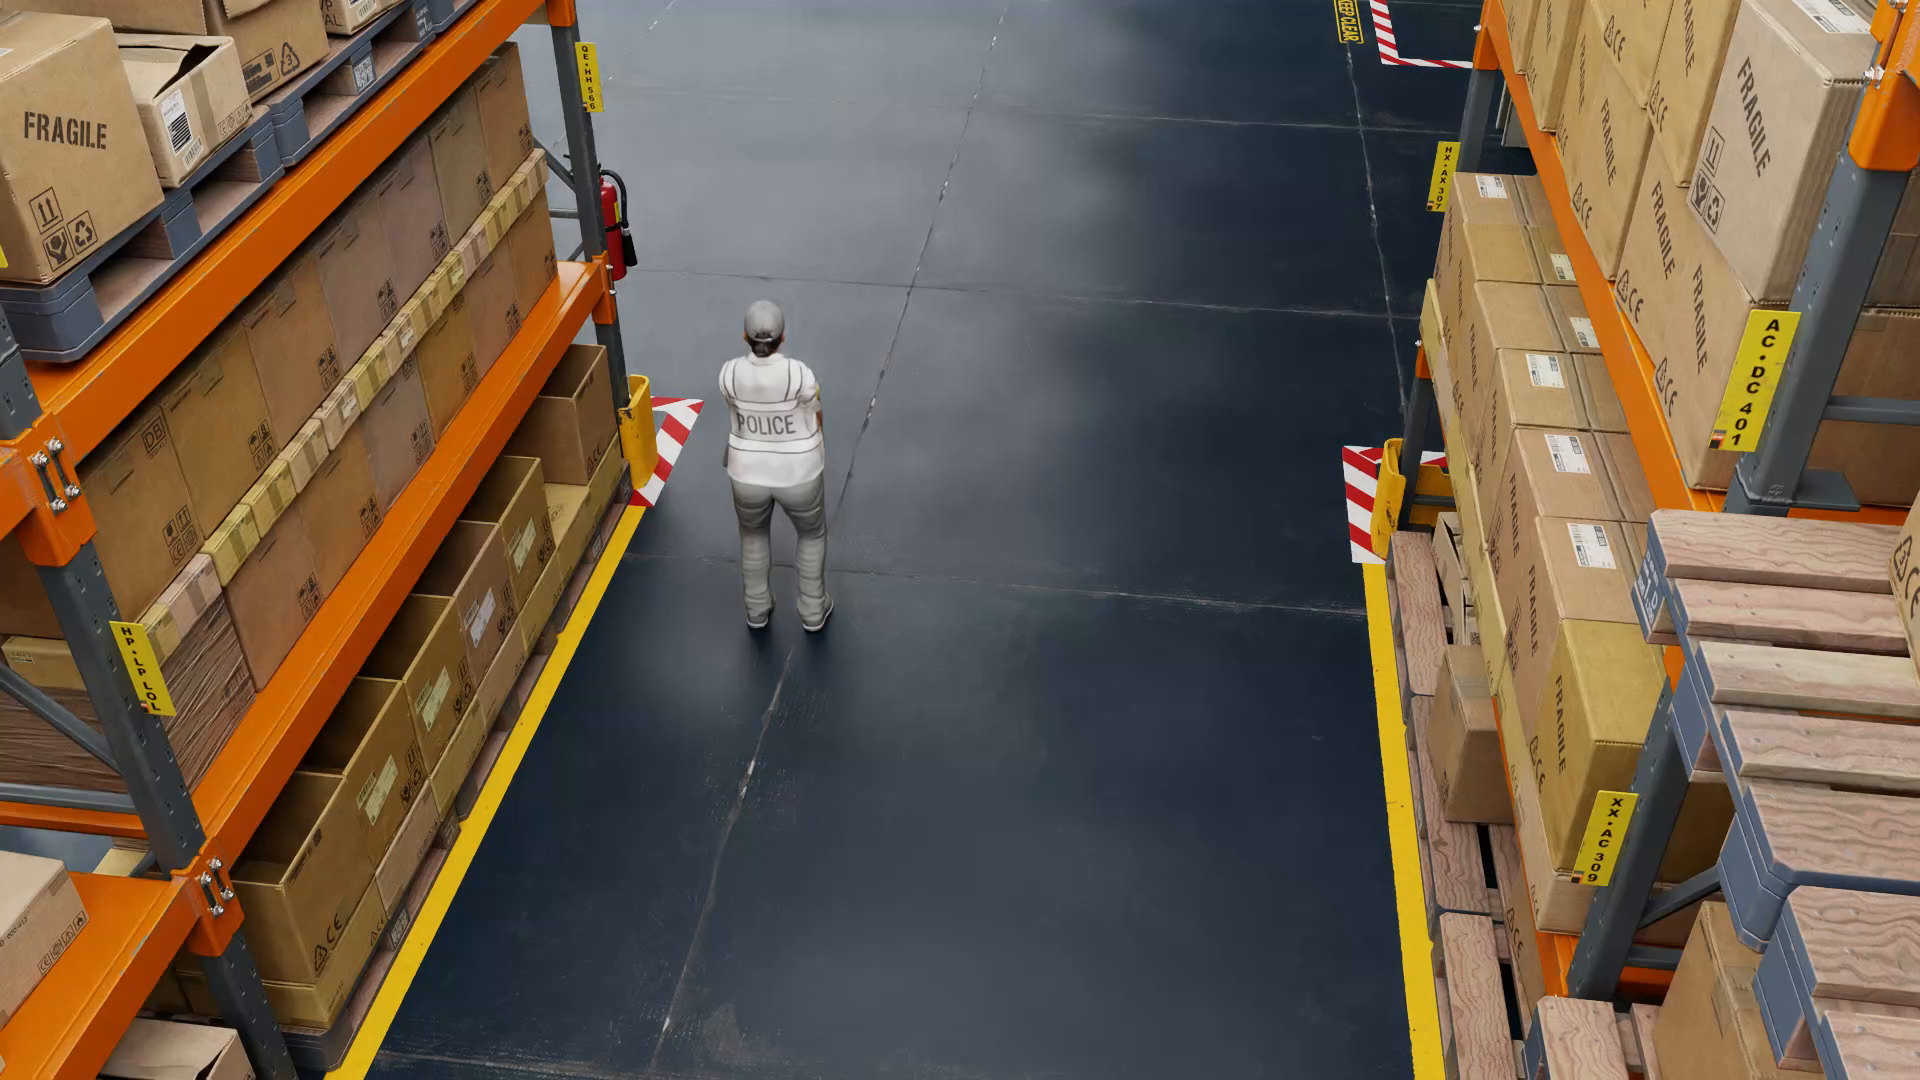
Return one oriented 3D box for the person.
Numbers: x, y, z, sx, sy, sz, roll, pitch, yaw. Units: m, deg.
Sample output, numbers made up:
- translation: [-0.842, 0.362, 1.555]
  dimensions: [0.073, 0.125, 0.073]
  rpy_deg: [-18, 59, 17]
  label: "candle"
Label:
- translation: [-0.821, -0.342, 7.513]
  dimensions: [0.452, 1.660, 0.560]
  rpy_deg: [3, 36, 4]
  label: "person"
